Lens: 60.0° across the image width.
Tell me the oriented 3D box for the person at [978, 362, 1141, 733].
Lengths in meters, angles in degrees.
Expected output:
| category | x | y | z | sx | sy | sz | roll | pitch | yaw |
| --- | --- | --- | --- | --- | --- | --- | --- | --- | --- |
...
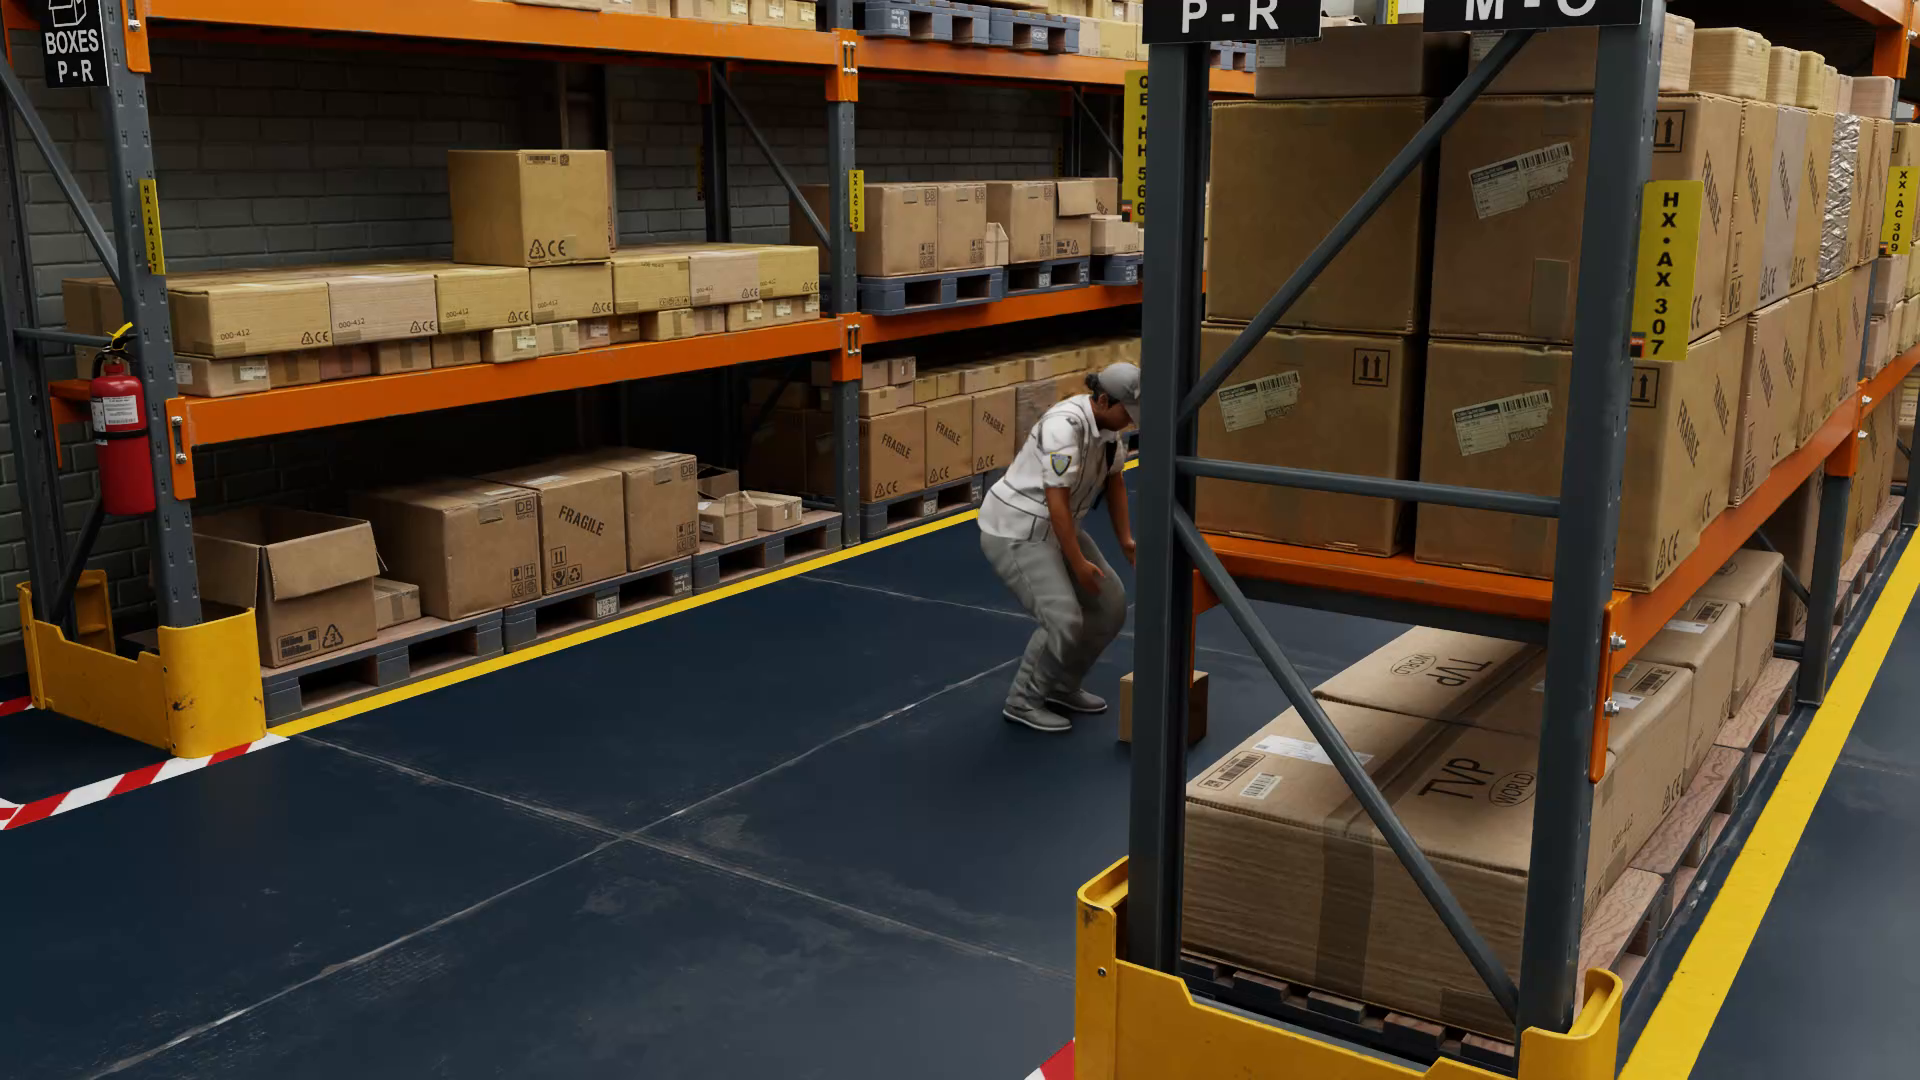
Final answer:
| category | x | y | z | sx | sy | sz | roll | pitch | yaw |
| --- | --- | --- | --- | --- | --- | --- | --- | --- | --- |
| person | 0.433 | 0.007 | 6.488 | 0.691 | 1.432 | 0.532 | 9 | 16 | 33 |
